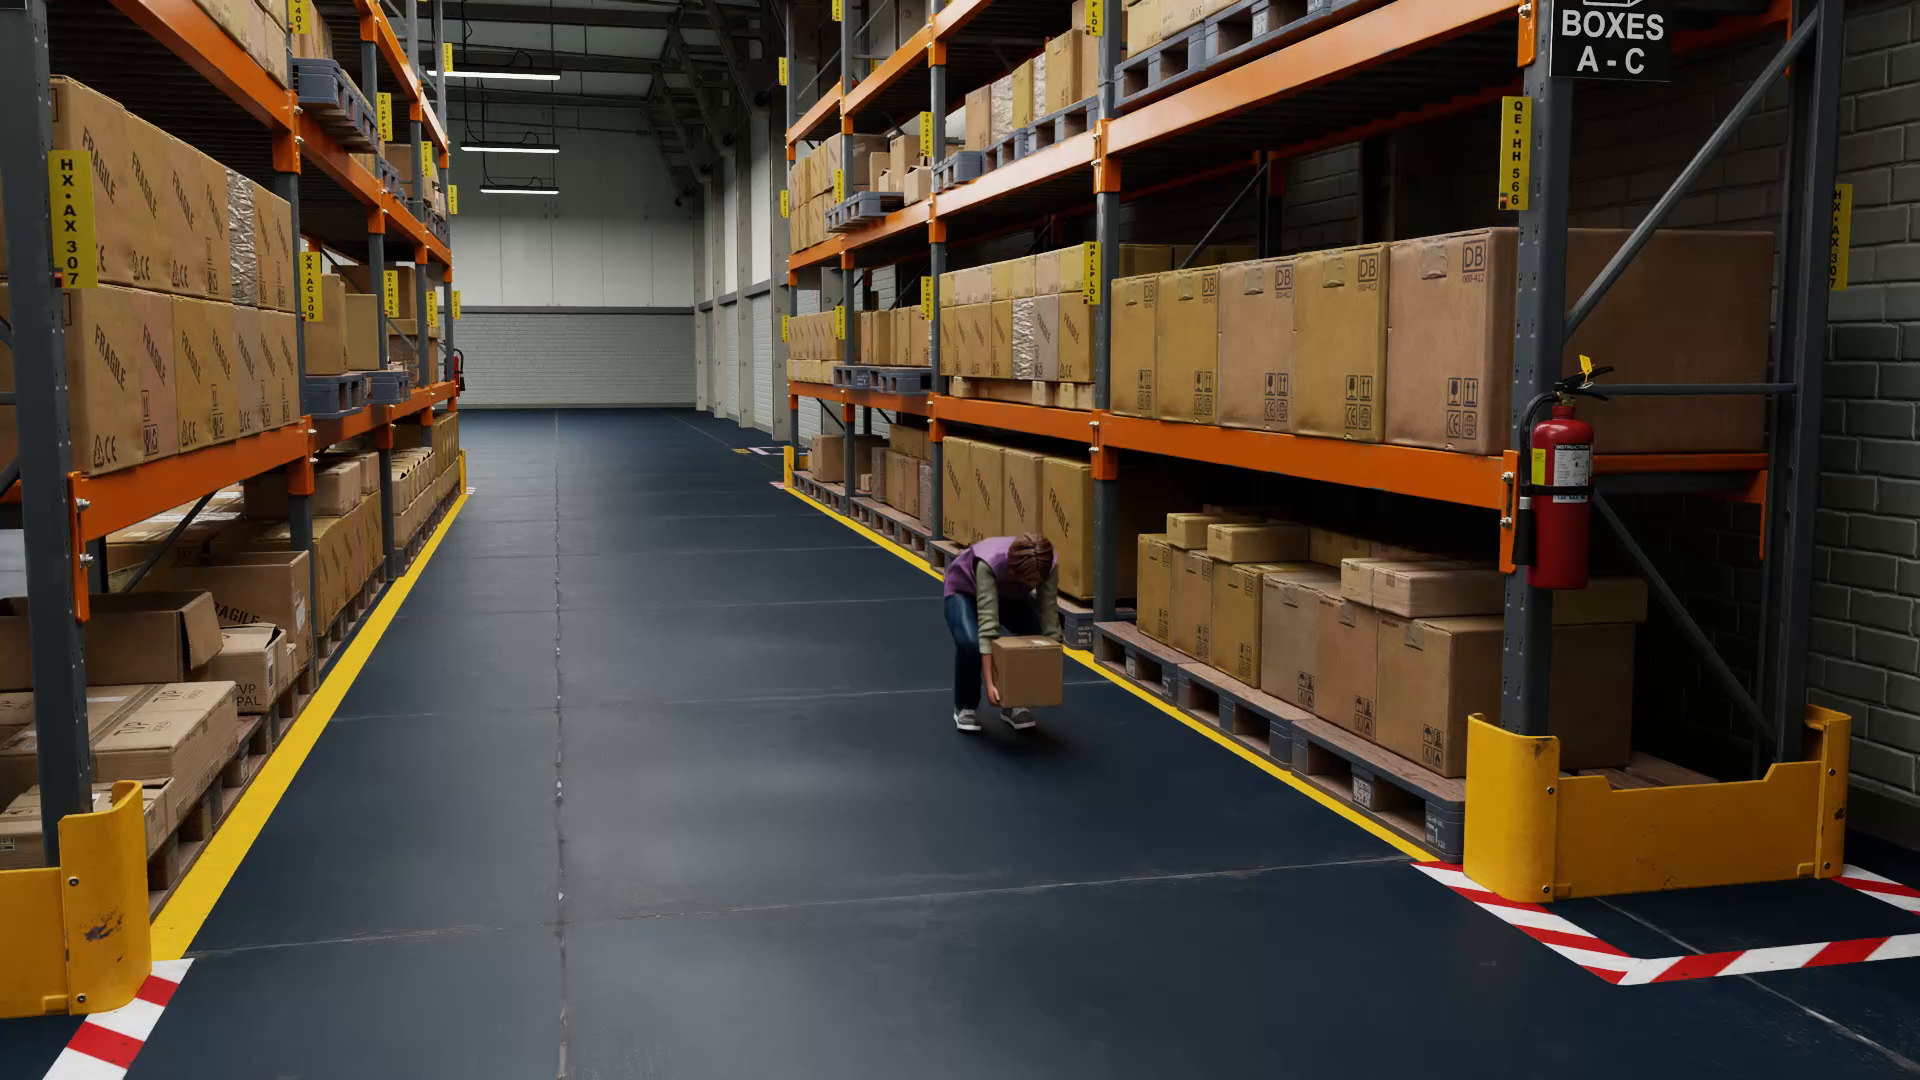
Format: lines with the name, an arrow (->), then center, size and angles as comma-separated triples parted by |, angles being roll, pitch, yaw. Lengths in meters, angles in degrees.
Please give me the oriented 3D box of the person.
person -> 0.185, 0.381, 7.085 | 0.432, 0.906, 0.855 | -2, 7, -16
